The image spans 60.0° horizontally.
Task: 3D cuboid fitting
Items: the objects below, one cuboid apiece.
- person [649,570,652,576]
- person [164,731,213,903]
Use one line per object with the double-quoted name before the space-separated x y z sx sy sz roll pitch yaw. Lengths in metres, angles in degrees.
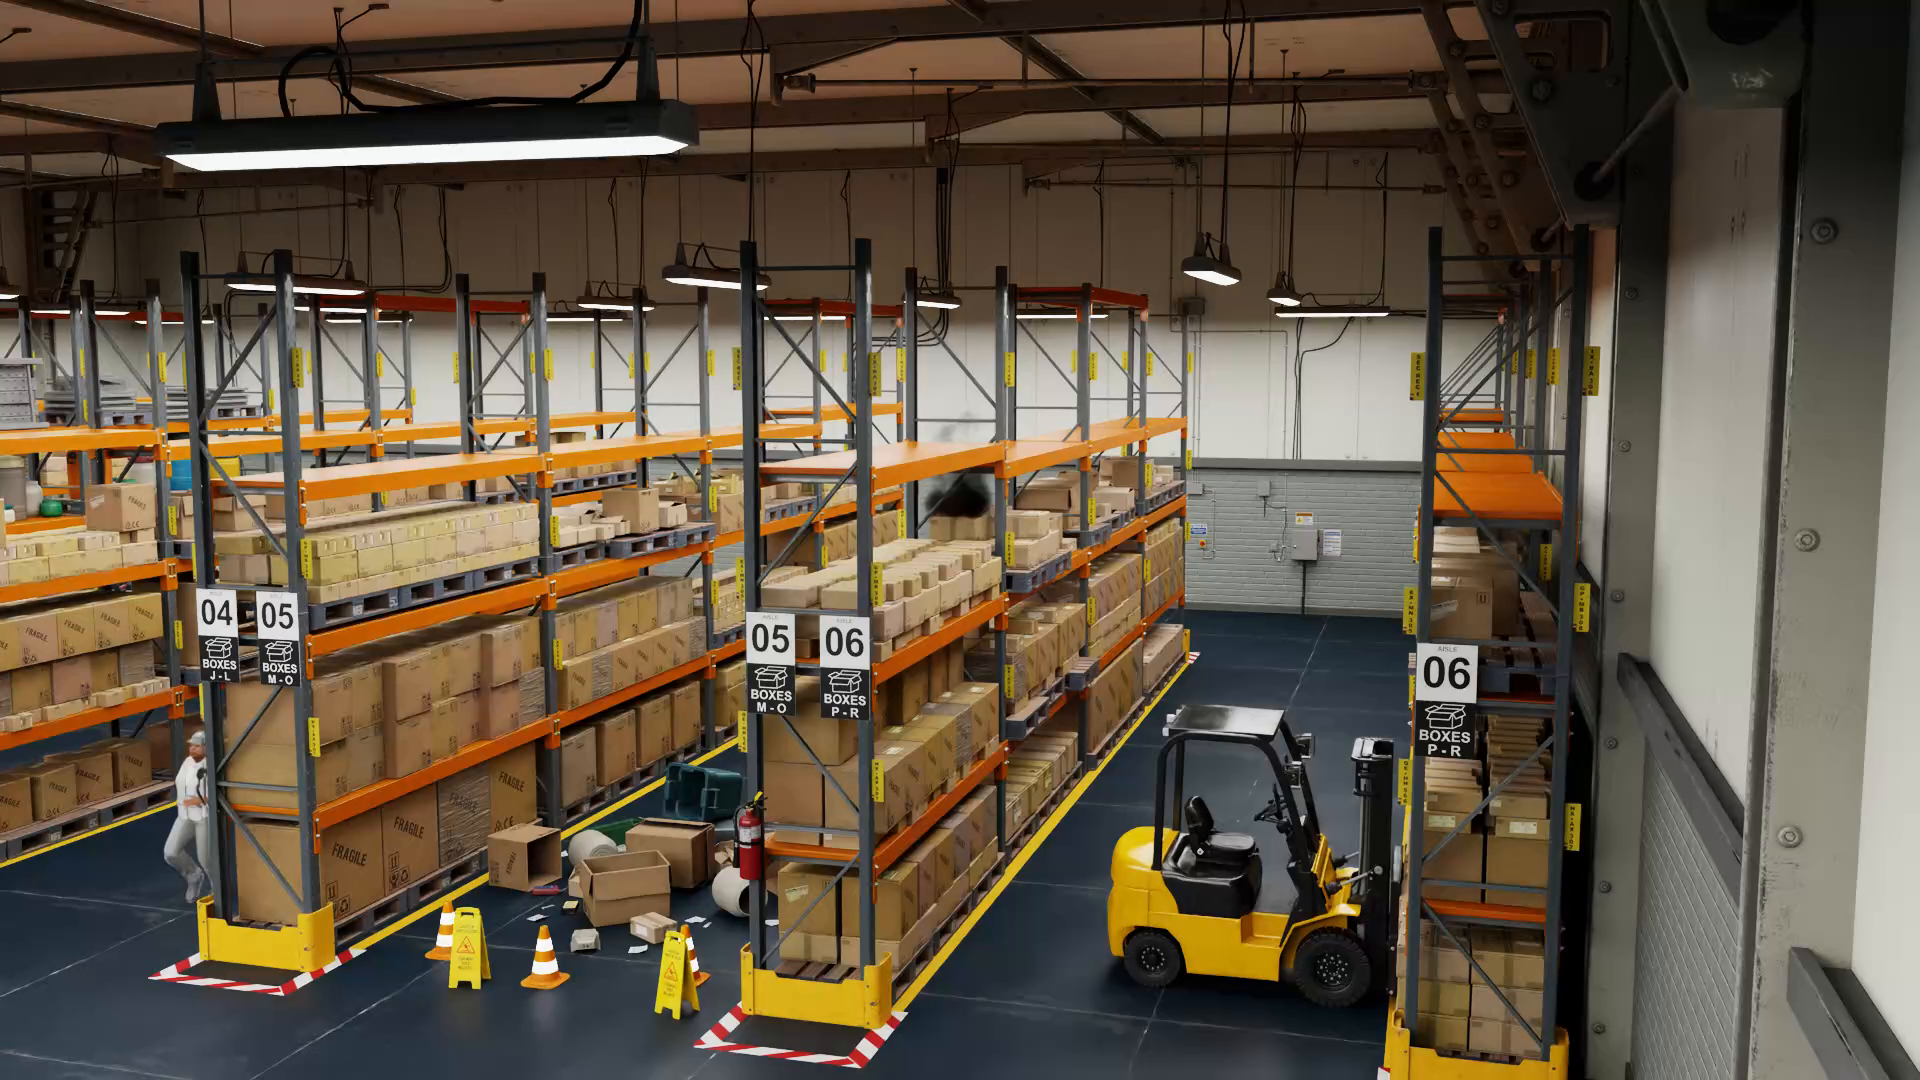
"person" -5.097 1.294 27.330 0.671 1.648 0.625 2 7 14
"person" -7.126 2.609 15.620 0.665 1.650 0.609 2 7 18
